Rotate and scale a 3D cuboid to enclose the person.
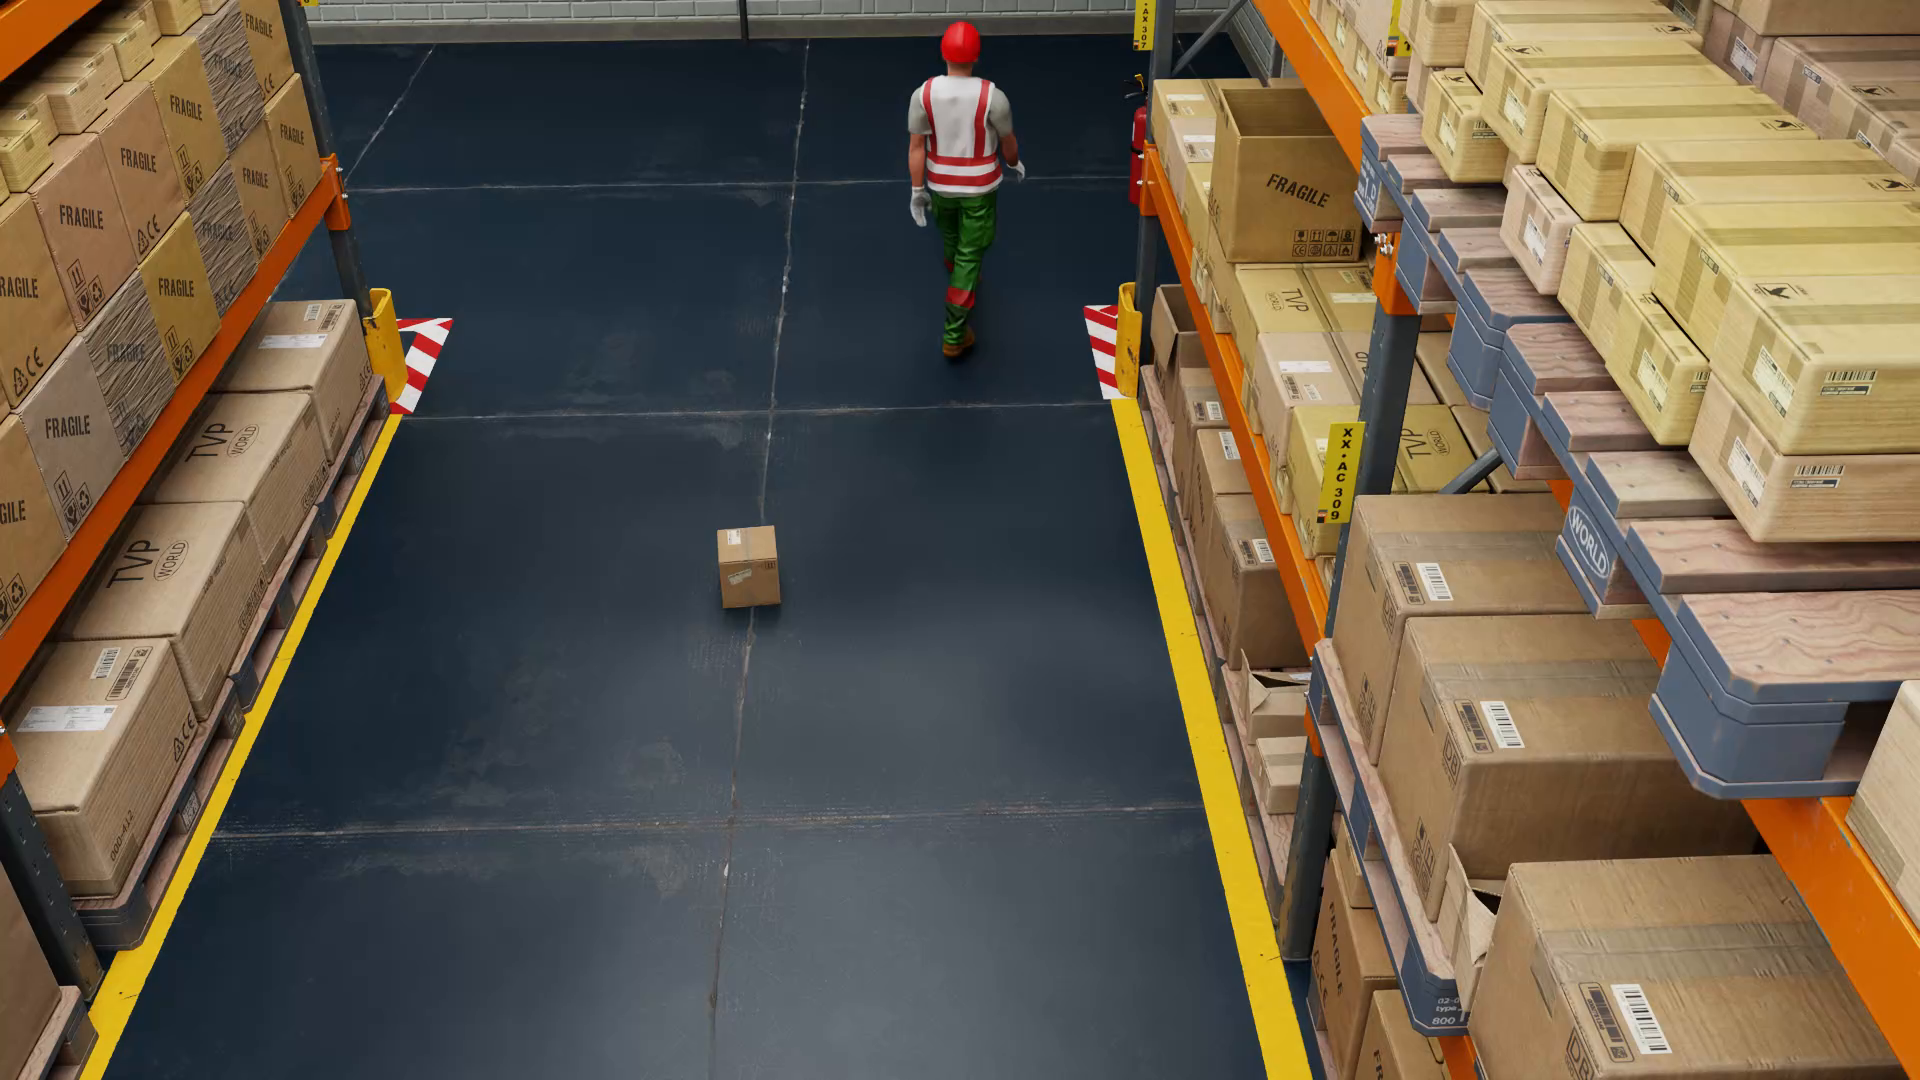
[{"bbox_3d":[0.061,-1.970,8.919,0.530,1.722,1.021,11,36,15],"label":"person"}]
